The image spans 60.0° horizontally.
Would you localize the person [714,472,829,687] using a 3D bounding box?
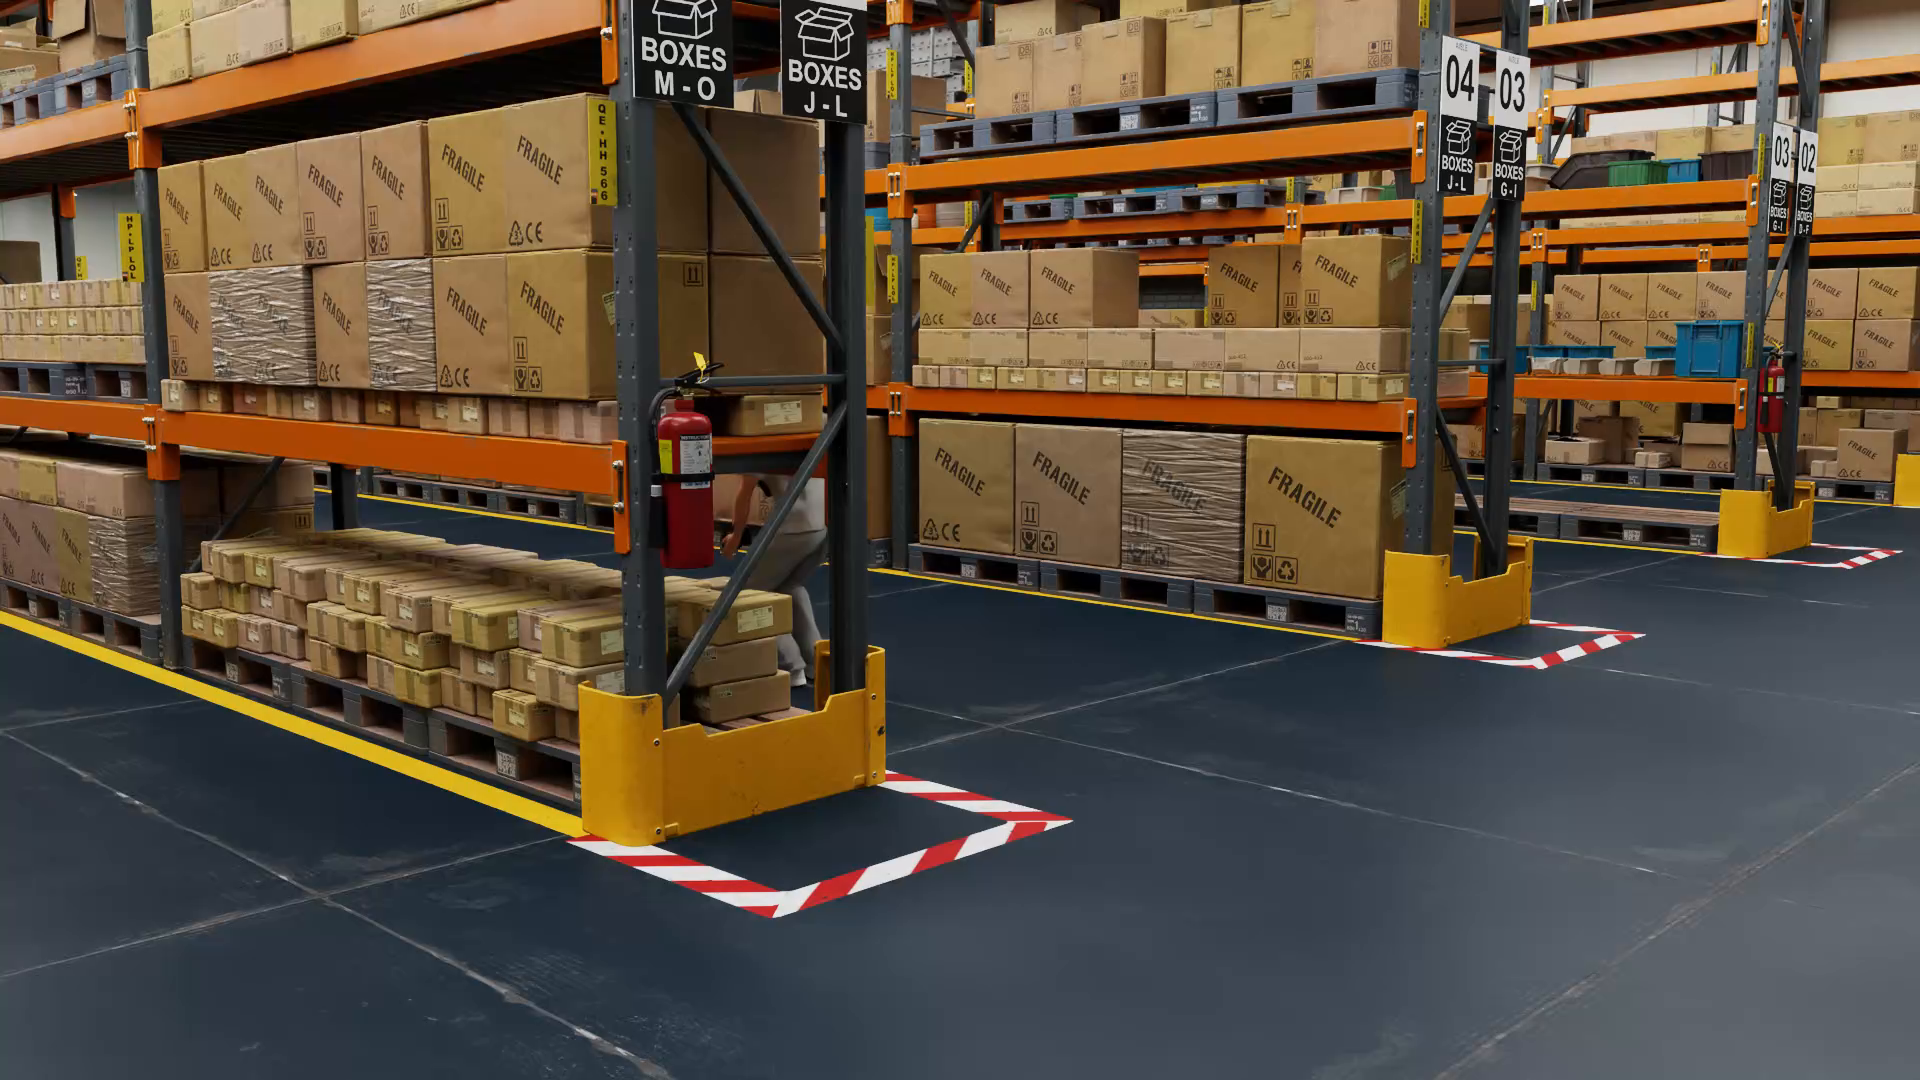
[{"bbox_3d":[-0.874,0.010,7.976,0.649,1.363,0.491,4,8,31],"label":"person"}]
